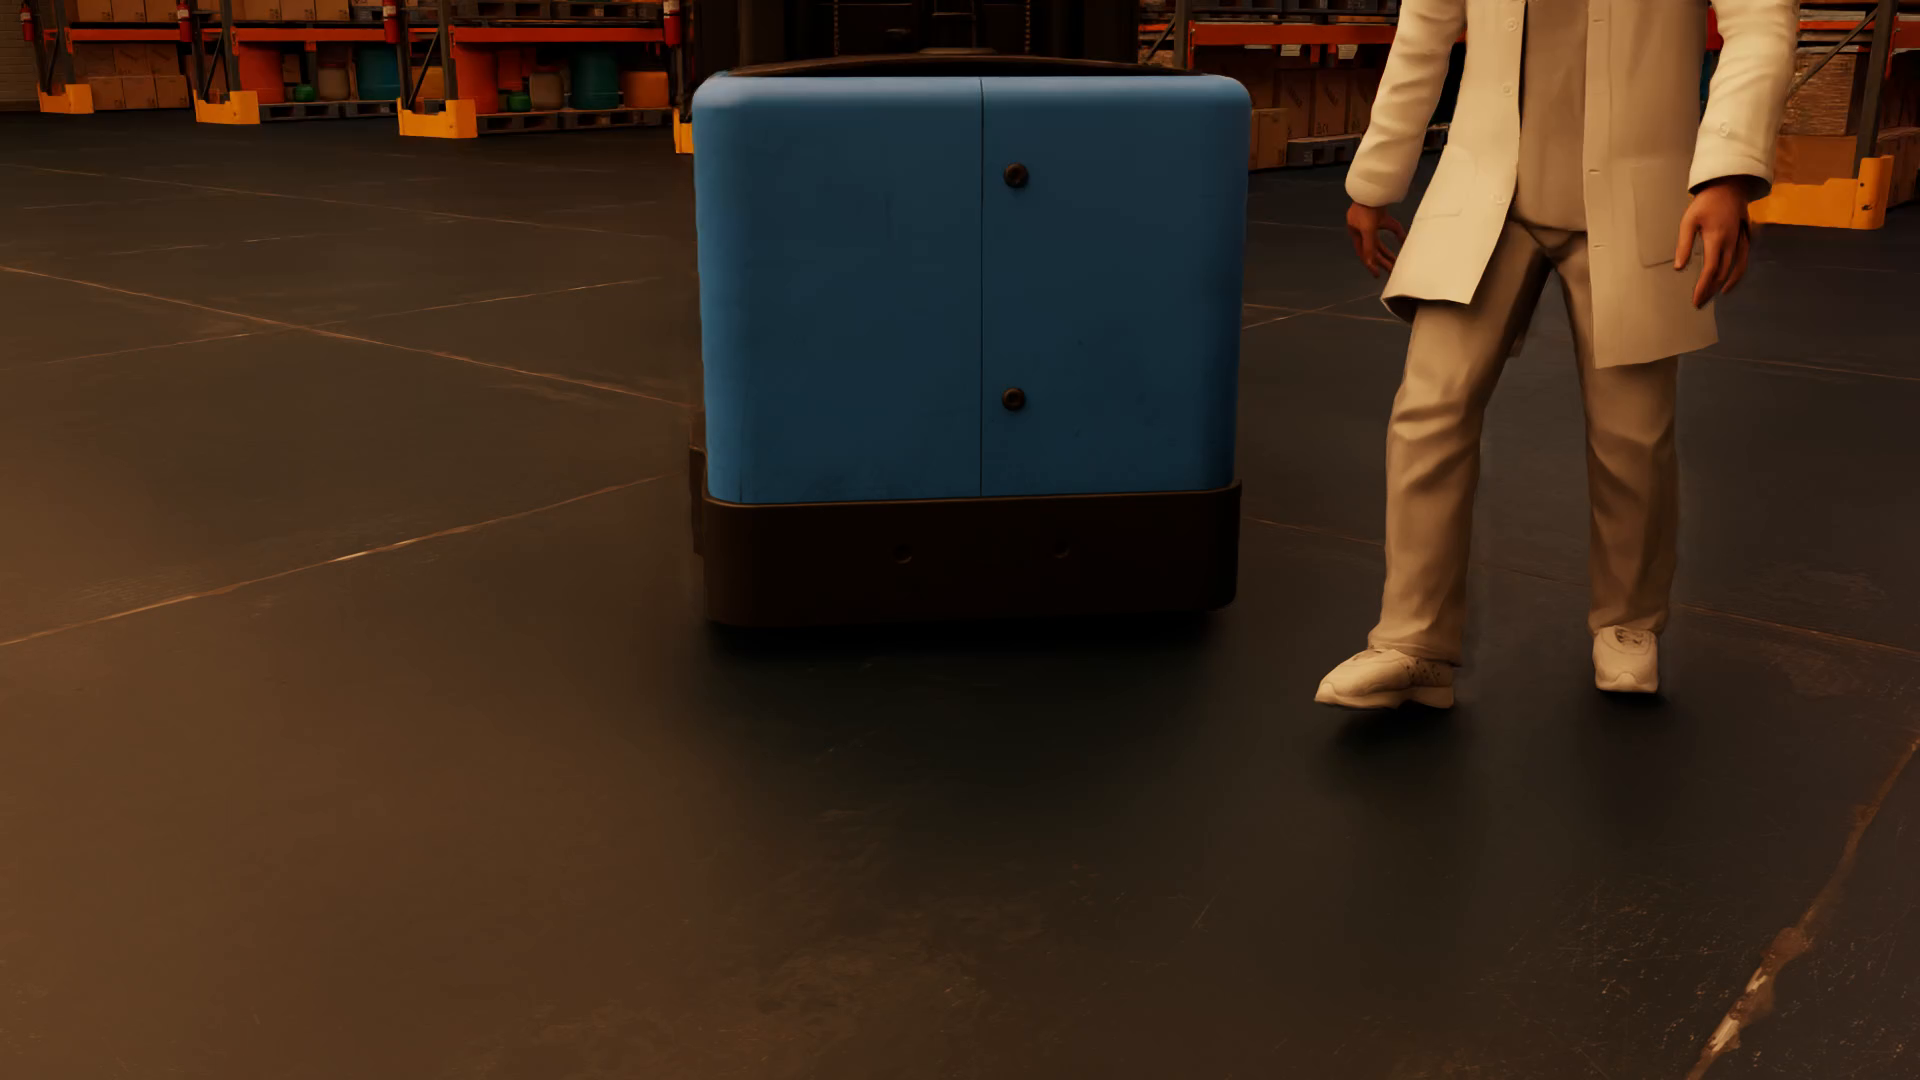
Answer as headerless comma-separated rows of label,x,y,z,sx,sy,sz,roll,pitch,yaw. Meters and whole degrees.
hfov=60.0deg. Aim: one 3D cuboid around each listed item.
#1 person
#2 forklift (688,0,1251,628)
person,0.961,-0.552,2.804,0.763,1.740,0.843,10,20,31
forklift,-0.135,-1.618,4.225,1.130,2.935,3.031,-2,17,-6
